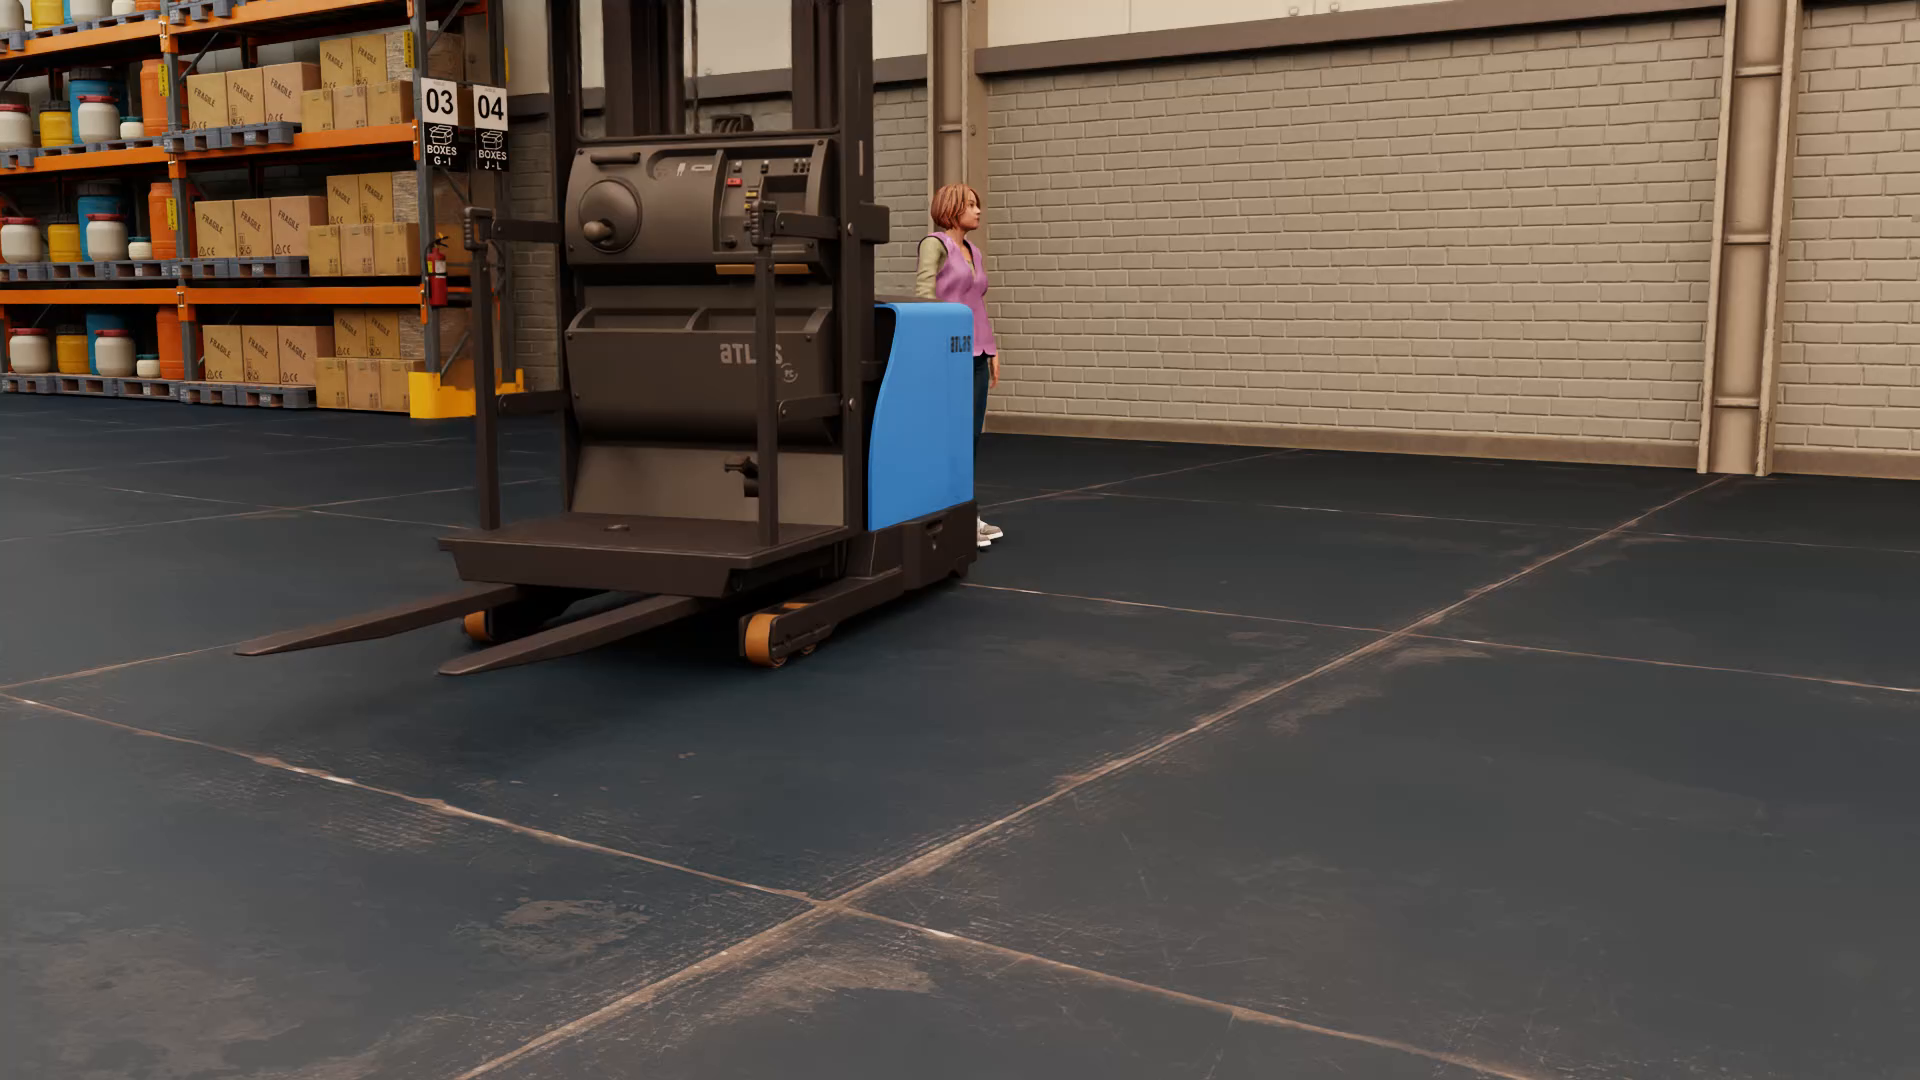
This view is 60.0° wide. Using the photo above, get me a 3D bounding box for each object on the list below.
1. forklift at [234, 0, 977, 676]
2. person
[{"bbox_3d":[-0.933,-1.137,5.189,1.130,2.935,3.031,3,9,21],"label":"forklift"},{"bbox_3d":[0.053,-0.791,7.438,0.476,1.597,0.520,5,10,34],"label":"person"}]
